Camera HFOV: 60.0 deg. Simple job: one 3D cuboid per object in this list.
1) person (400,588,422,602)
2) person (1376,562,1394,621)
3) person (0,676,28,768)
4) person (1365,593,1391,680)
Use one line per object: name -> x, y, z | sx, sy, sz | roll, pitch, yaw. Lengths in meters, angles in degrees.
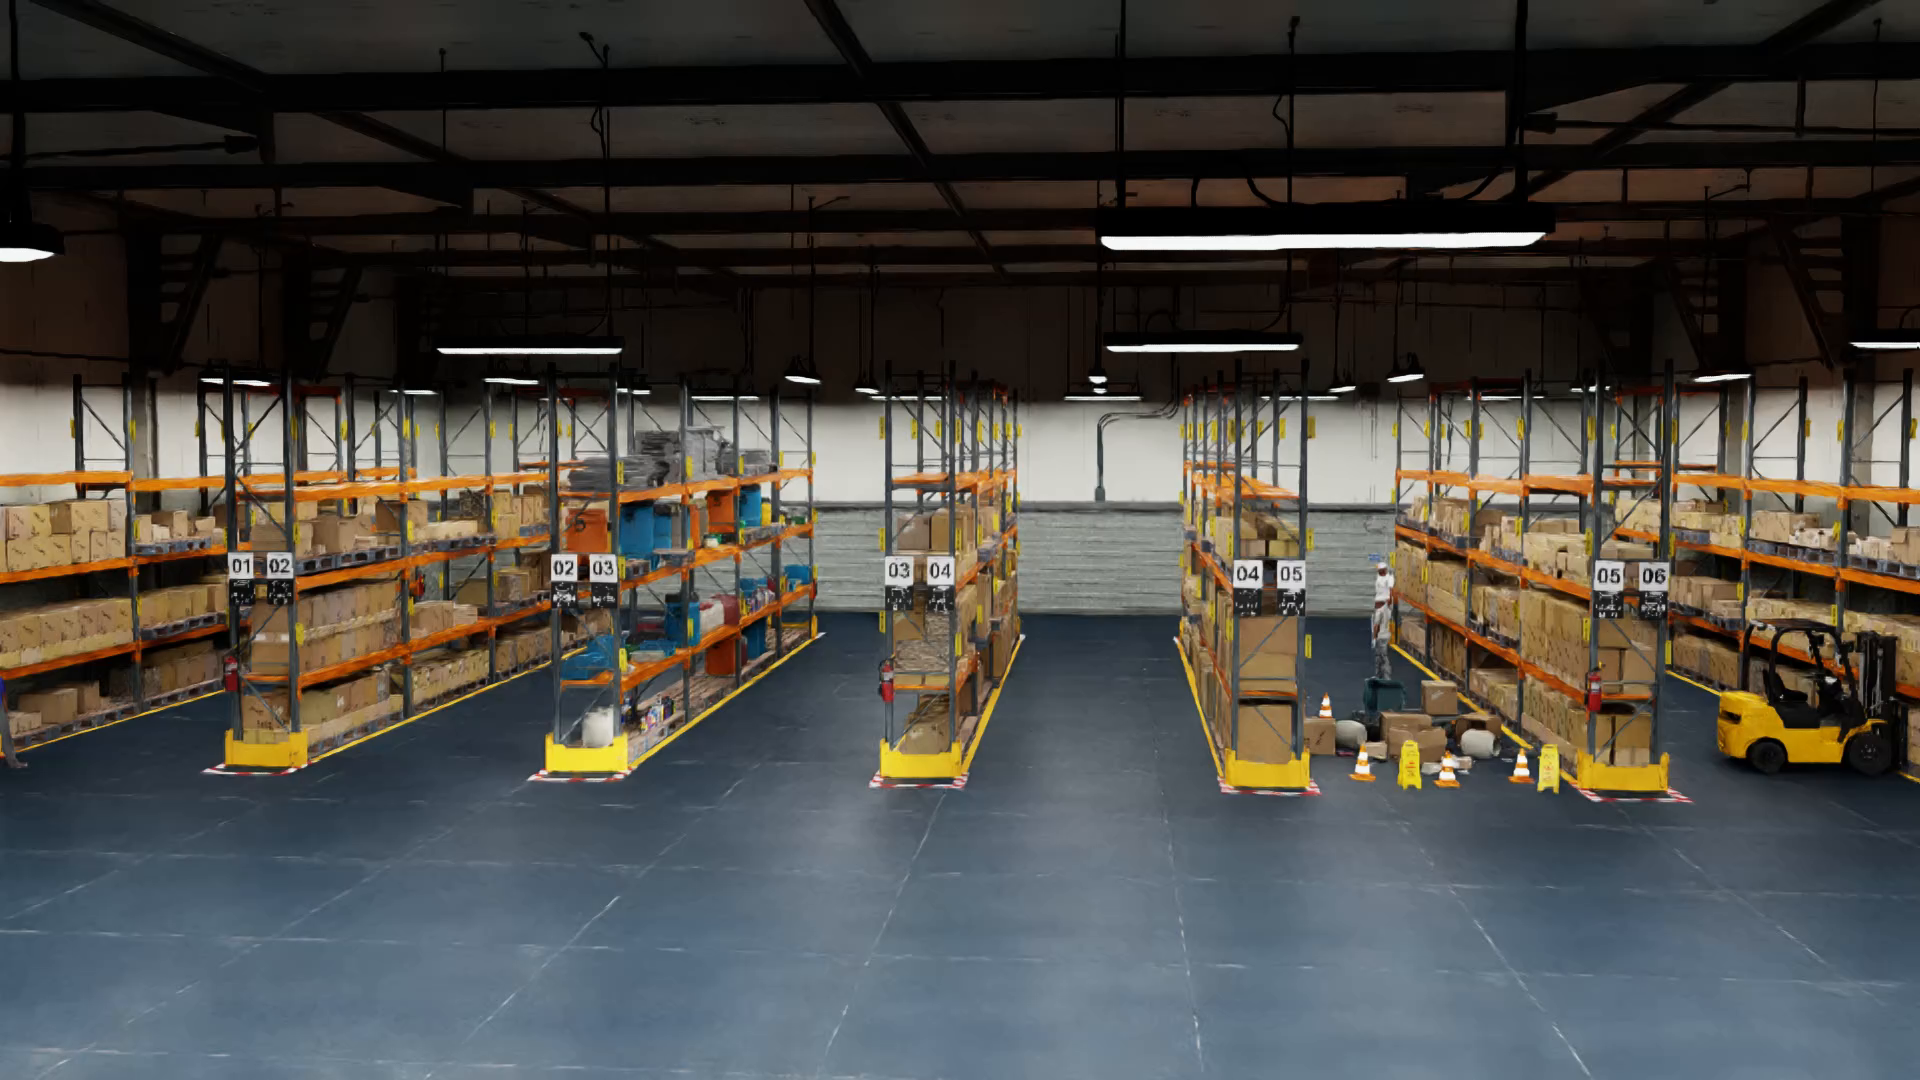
person -> -13.997, 1.309, 42.463 | 0.578, 1.770, 0.771 | 3, 5, 41
person -> 10.503, 1.425, 40.874 | 0.460, 1.760, 0.721 | -2, 4, -25
person -> -14.213, 2.565, 24.469 | 0.556, 1.636, 0.700 | 3, 5, 42
person -> 8.264, 1.943, 32.801 | 0.590, 1.778, 0.669 | 2, 4, 28
